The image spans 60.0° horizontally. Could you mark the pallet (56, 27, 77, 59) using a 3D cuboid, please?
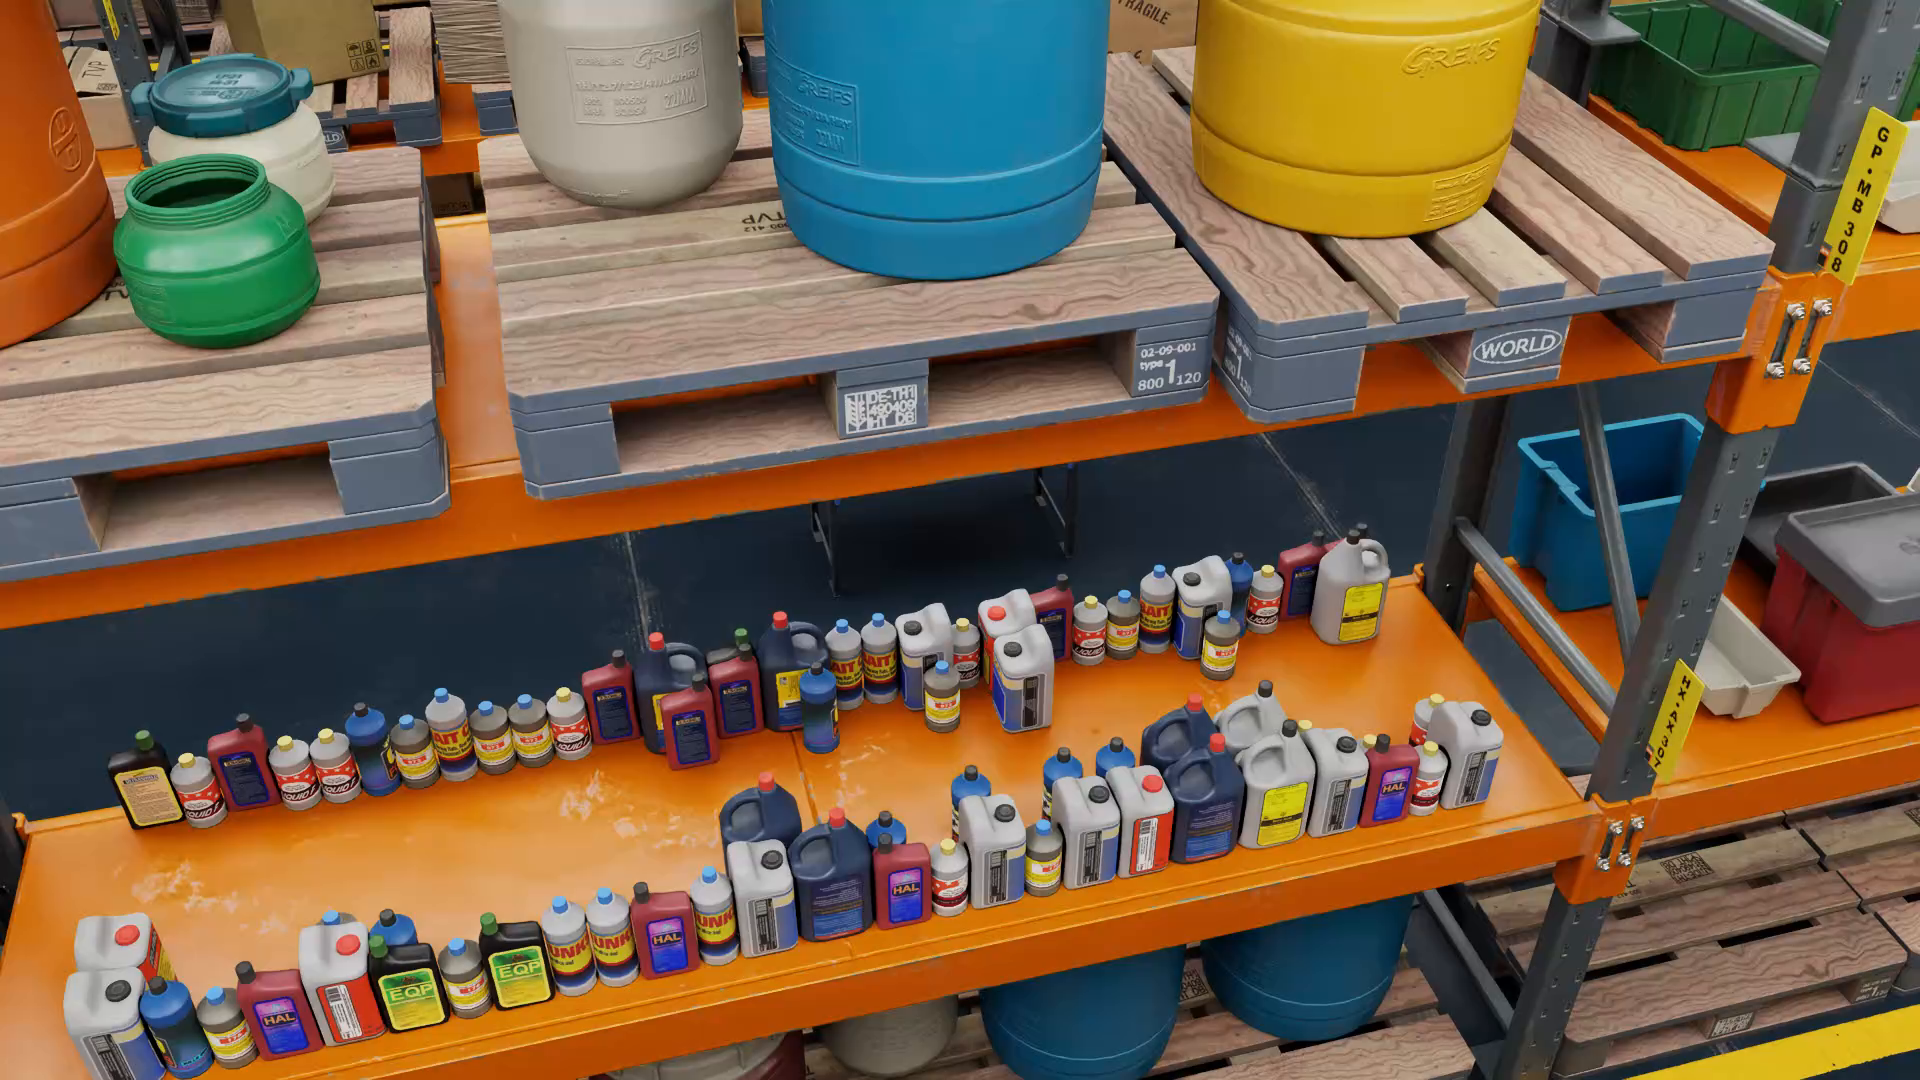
[{"bbox_3d":[-6.808,-3.532,11.693,1.213,0.211,1.003,-9,38,-12],"label":"pallet"}]

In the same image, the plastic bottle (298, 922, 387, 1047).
[{"bbox_3d":[-1.346,0.955,3.635,0.135,0.276,0.152,-9,38,-12],"label":"plastic bottle"}]

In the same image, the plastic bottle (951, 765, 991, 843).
[{"bbox_3d":[0.026,0.653,4.034,0.097,0.271,0.097,0,37,0],"label":"plastic bottle"}]

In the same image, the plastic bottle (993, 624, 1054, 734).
[{"bbox_3d":[0.166,0.359,4.414,0.135,0.276,0.152,-9,38,-12],"label":"plastic bottle"}]

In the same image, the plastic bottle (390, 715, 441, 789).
[{"bbox_3d":[-1.395,0.532,4.249,0.097,0.201,0.097,0,37,0],"label":"plastic bottle"}]

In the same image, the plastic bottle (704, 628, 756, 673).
[{"bbox_3d":[-0.605,0.358,4.409,0.133,0.283,0.061,-9,38,-12],"label":"plastic bottle"}]

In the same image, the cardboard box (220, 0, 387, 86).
[{"bbox_3d":[-3.004,-2.421,7.518,0.500,0.500,0.700,-23,43,-27],"label":"cardboard box"}]

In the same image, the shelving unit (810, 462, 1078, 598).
[{"bbox_3d":[-0.082,-0.582,6.777,1.048,1.500,0.538,-9,38,-12],"label":"shelving unit"}]

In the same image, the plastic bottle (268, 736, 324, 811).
[{"bbox_3d":[-1.677,0.578,4.189,0.097,0.201,0.097,0,37,0],"label":"plastic bottle"}]

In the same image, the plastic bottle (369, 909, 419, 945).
[{"bbox_3d":[-1.243,0.919,3.686,0.097,0.271,0.097,0,37,0],"label":"plastic bottle"}]

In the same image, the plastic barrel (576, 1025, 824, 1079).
[{"bbox_3d":[-0.737,1.382,4.613,0.708,0.588,0.600,-9,38,-12],"label":"plastic barrel"}]

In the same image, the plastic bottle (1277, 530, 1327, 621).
[{"bbox_3d":[0.973,0.099,4.747,0.133,0.283,0.061,-9,38,-12],"label":"plastic bottle"}]

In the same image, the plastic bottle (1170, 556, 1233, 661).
[{"bbox_3d":[0.667,0.181,4.647,0.135,0.276,0.152,-9,38,-12],"label":"plastic bottle"}]

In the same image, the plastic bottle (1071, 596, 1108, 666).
[{"bbox_3d":[0.360,0.244,4.626,0.097,0.201,0.097,0,37,0],"label":"plastic bottle"}]

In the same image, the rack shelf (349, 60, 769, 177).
[{"bbox_3d":[-1.652,-2.080,8.092,4.000,0.370,1.077,-9,38,-12],"label":"rack shelf"}]

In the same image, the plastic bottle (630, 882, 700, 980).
[{"bbox_3d":[-0.666,0.869,3.742,0.133,0.283,0.061,-9,38,-12],"label":"plastic bottle"}]

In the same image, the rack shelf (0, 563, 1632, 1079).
[{"bbox_3d":[-0.364,0.827,4.293,4.000,0.370,1.077,-9,38,-12],"label":"rack shelf"}]

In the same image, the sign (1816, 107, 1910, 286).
[{"bbox_3d":[1.708,-0.648,3.152,0.005,0.325,0.100,-9,38,-12],"label":"sign"}]

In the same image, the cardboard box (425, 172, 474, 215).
[{"bbox_3d":[-2.688,-1.825,8.246,0.500,0.250,0.500,-8,38,-10],"label":"cardboard box"}]

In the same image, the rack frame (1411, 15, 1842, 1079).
[{"bbox_3d":[1.567,0.224,4.488,0.127,3.000,1.000,-9,38,-12],"label":"rack frame"}]

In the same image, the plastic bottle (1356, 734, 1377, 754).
[{"bbox_3d":[1.021,0.575,4.193,0.097,0.201,0.097,0,37,0],"label":"plastic bottle"}]

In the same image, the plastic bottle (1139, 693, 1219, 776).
[{"bbox_3d":[0.548,0.526,4.134,0.185,0.351,0.144,-9,38,-12],"label":"plastic bottle"}]

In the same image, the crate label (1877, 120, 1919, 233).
[{"bbox_3d":[2.114,-0.771,3.537,0.466,0.136,0.293,-9,38,-12],"label":"crate label"}]

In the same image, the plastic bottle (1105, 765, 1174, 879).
[{"bbox_3d":[0.431,0.663,4.016,0.135,0.276,0.152,-9,38,-12],"label":"plastic bottle"}]

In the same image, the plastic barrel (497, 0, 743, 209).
[{"bbox_3d":[-0.623,-0.924,3.062,0.433,0.535,0.433,0,37,0],"label":"plastic barrel"}]

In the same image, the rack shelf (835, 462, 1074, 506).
[{"bbox_3d":[-0.082,-0.439,6.886,1.000,0.185,0.538,-9,38,-12],"label":"rack shelf"}]

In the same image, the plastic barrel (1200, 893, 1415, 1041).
[{"bbox_3d":[1.037,0.967,4.899,0.708,0.901,0.600,-9,38,-12],"label":"plastic barrel"}]

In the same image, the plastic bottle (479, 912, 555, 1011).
[{"bbox_3d":[-0.982,0.921,3.674,0.133,0.283,0.061,-9,38,-12],"label":"plastic bottle"}]

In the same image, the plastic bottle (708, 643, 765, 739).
[{"bbox_3d":[-0.589,0.394,4.362,0.133,0.283,0.061,-9,38,-12],"label":"plastic bottle"}]

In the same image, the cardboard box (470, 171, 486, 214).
[{"bbox_3d":[-2.241,-1.598,8.565,0.500,0.500,0.500,-11,39,-14],"label":"cardboard box"}]

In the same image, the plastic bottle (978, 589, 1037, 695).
[{"bbox_3d":[0.126,0.270,4.531,0.135,0.276,0.152,-9,38,-12],"label":"plastic bottle"}]

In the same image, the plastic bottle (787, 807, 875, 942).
[{"bbox_3d":[-0.299,0.756,3.834,0.185,0.351,0.144,-9,38,-12],"label":"plastic bottle"}]

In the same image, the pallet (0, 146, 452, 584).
[{"bbox_3d":[-1.531,-0.323,2.889,1.213,0.211,1.003,-9,38,-12],"label":"pallet"}]

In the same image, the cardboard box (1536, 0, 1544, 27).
[{"bbox_3d":[2.796,-2.965,8.575,0.500,0.500,0.500,-9,38,-12],"label":"cardboard box"}]

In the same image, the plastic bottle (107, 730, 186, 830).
[{"bbox_3d":[-2.016,0.590,4.106,0.133,0.283,0.061,-9,38,-12],"label":"plastic bottle"}]

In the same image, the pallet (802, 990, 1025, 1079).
[{"bbox_3d":[-0.369,1.625,4.952,1.213,0.211,1.003,-9,38,-12],"label":"pallet"}]

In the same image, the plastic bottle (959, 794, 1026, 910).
[{"bbox_3d":[0.077,0.721,3.941,0.135,0.276,0.152,-9,38,-12],"label":"plastic bottle"}]

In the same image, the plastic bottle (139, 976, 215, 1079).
[{"bbox_3d":[-1.674,1.027,3.544,0.097,0.271,0.097,0,37,0],"label":"plastic bottle"}]

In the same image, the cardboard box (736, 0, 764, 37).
[{"bbox_3d":[-0.884,-2.799,8.012,0.500,0.500,0.700,-4,38,-5],"label":"cardboard box"}]

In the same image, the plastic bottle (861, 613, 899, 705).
[{"bbox_3d":[-0.217,0.311,4.481,0.097,0.271,0.097,0,37,0],"label":"plastic bottle"}]

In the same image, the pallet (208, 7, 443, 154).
[{"bbox_3d":[-2.947,-2.121,7.711,1.003,0.211,1.213,-9,38,-12],"label":"pallet"}]

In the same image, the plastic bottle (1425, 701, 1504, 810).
[{"bbox_3d":[1.270,0.525,4.197,0.135,0.276,0.152,-9,38,-12],"label":"plastic bottle"}]

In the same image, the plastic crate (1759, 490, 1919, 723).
[{"bbox_3d":[2.494,0.180,4.443,0.583,0.464,0.402,-9,38,-12],"label":"plastic crate"}]

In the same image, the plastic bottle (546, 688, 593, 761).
[{"bbox_3d":[-1.019,0.470,4.330,0.097,0.201,0.097,0,37,0],"label":"plastic bottle"}]

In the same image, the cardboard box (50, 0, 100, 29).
[{"bbox_3d":[-6.087,-3.977,11.676,0.500,0.500,0.700,-9,38,-12],"label":"cardboard box"}]

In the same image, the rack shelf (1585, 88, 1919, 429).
[{"bbox_3d":[3.497,-0.998,4.210,4.000,0.370,1.077,-9,38,-12],"label":"rack shelf"}]

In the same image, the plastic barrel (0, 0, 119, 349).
[{"bbox_3d":[-1.746,-0.759,2.606,0.708,0.830,0.600,-9,38,-12],"label":"plastic barrel"}]

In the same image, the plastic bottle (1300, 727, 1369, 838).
[{"bbox_3d":[0.918,0.583,4.121,0.135,0.276,0.152,-9,38,-12],"label":"plastic bottle"}]

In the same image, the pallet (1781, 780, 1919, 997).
[{"bbox_3d":[3.446,0.997,5.773,1.213,0.211,1.003,-9,38,-12],"label":"pallet"}]
